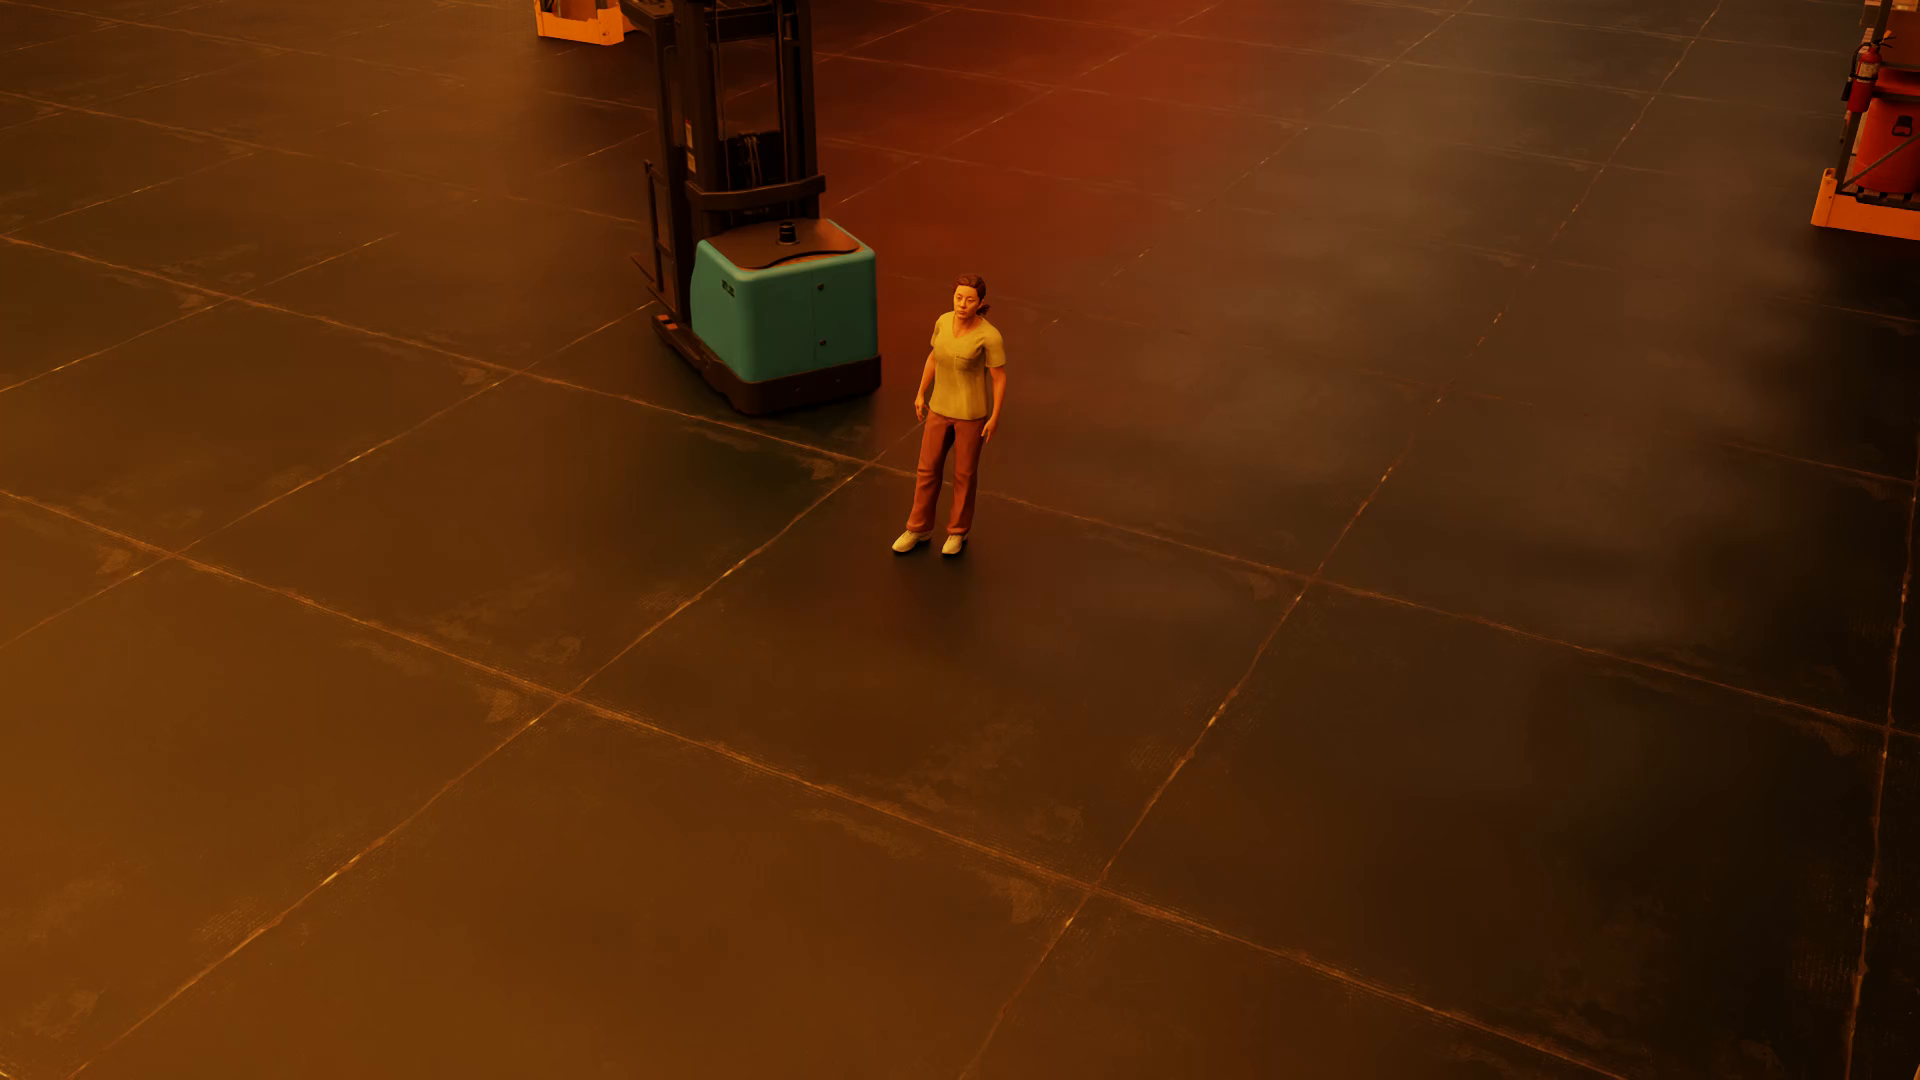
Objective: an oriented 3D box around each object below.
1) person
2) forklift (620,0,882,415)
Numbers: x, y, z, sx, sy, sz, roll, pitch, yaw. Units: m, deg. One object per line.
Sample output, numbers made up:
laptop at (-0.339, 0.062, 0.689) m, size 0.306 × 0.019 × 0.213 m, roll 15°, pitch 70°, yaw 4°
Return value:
person at (-0.046, -0.703, 9.529) m, size 0.553 × 1.673 × 0.548 m, roll 15°, pitch 33°, yaw 25°
forklift at (-1.693, -2.832, 11.977) m, size 1.130 × 2.935 × 3.031 m, roll -15°, pitch 33°, yaw -24°
